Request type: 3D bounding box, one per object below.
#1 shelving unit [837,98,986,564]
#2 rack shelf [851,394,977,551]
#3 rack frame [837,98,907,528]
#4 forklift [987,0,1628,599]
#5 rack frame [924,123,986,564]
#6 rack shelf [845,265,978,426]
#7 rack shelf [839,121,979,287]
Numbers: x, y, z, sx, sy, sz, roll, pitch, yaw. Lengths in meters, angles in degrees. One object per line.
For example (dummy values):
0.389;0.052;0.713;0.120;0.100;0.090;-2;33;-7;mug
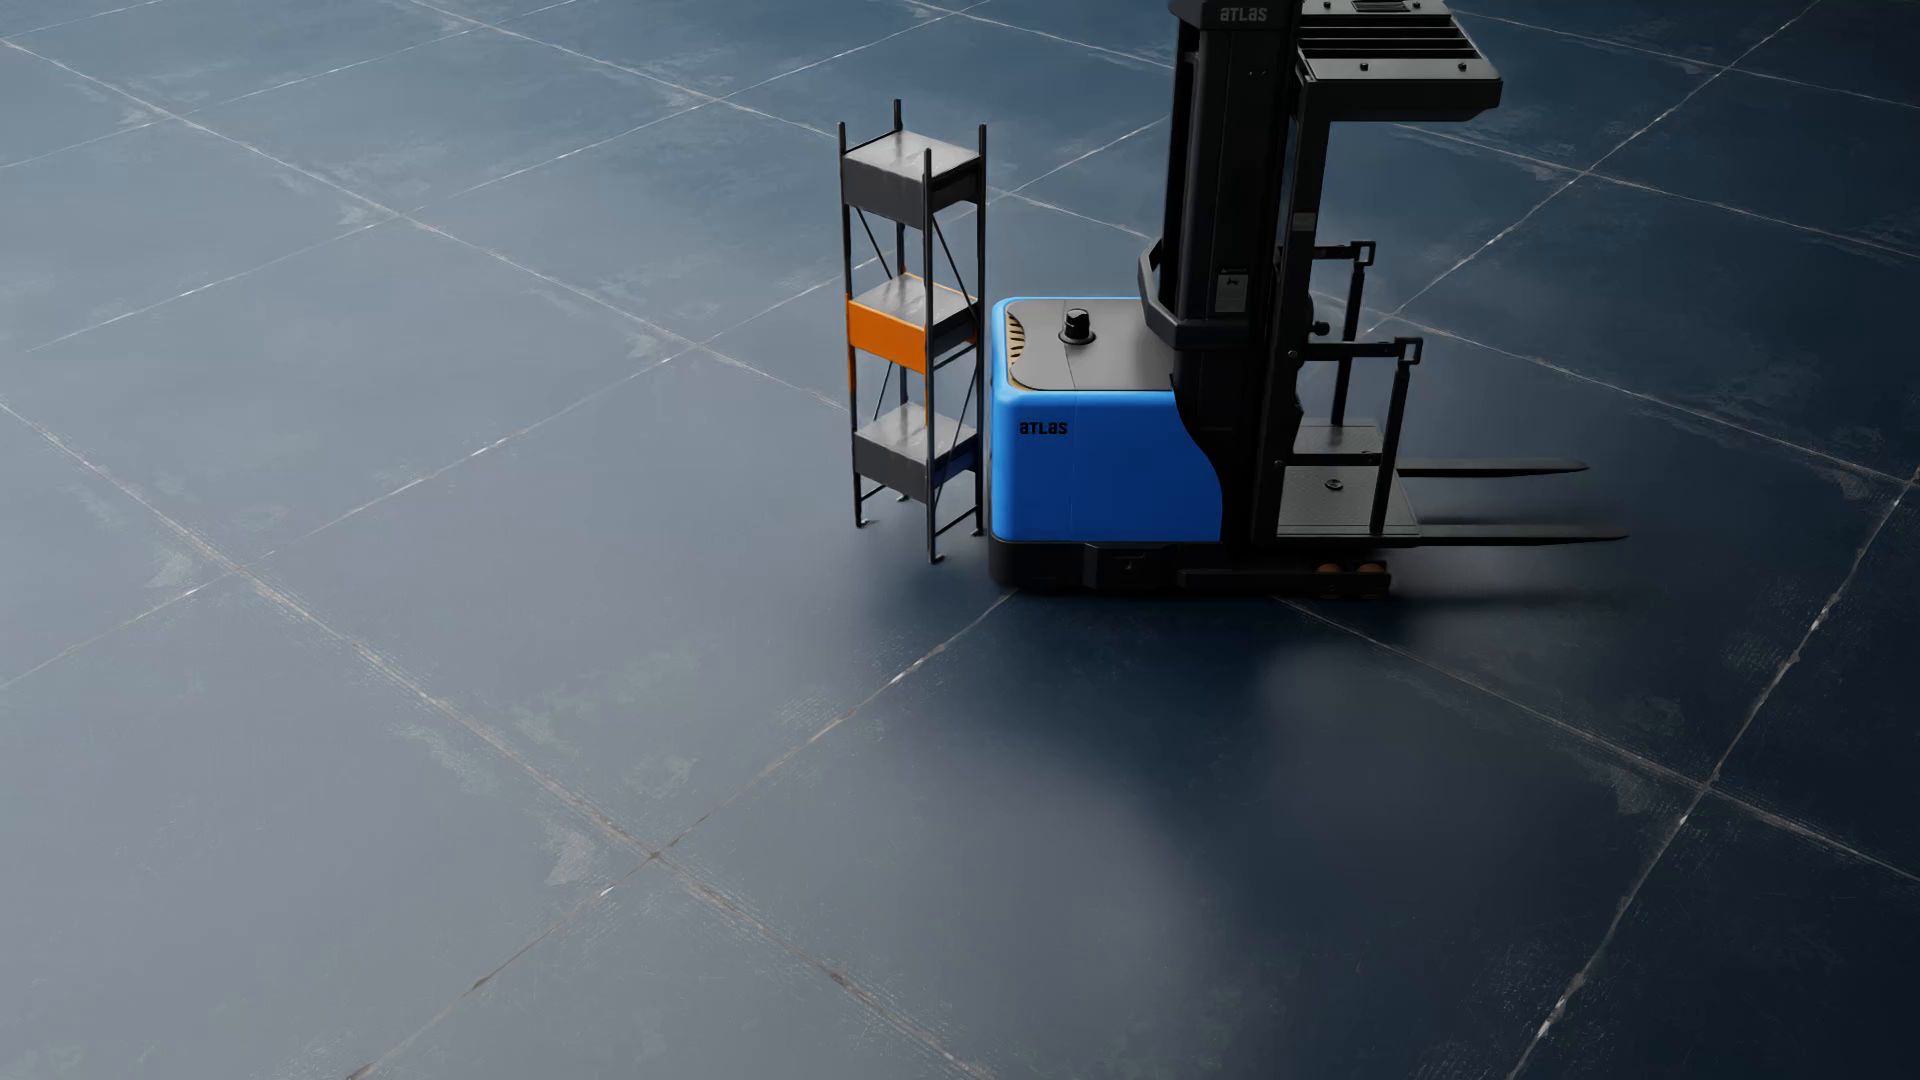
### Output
-0.207;-0.925;7.742;0.503;2.100;0.431;25;42;32;shelving unit
-0.207;-0.337;8.146;0.480;0.518;0.431;25;42;32;rack shelf
-0.395;-1.013;7.870;0.015;2.100;0.400;25;42;32;rack frame
1.655;-1.233;7.456;3.031;2.935;1.130;0;34;0;forklift
-0.019;-0.837;7.614;0.015;2.100;0.400;25;42;32;rack frame
-0.207;-0.914;7.750;0.480;0.518;0.431;25;42;32;rack shelf
-0.207;-1.491;7.353;0.480;0.518;0.431;25;42;32;rack shelf
